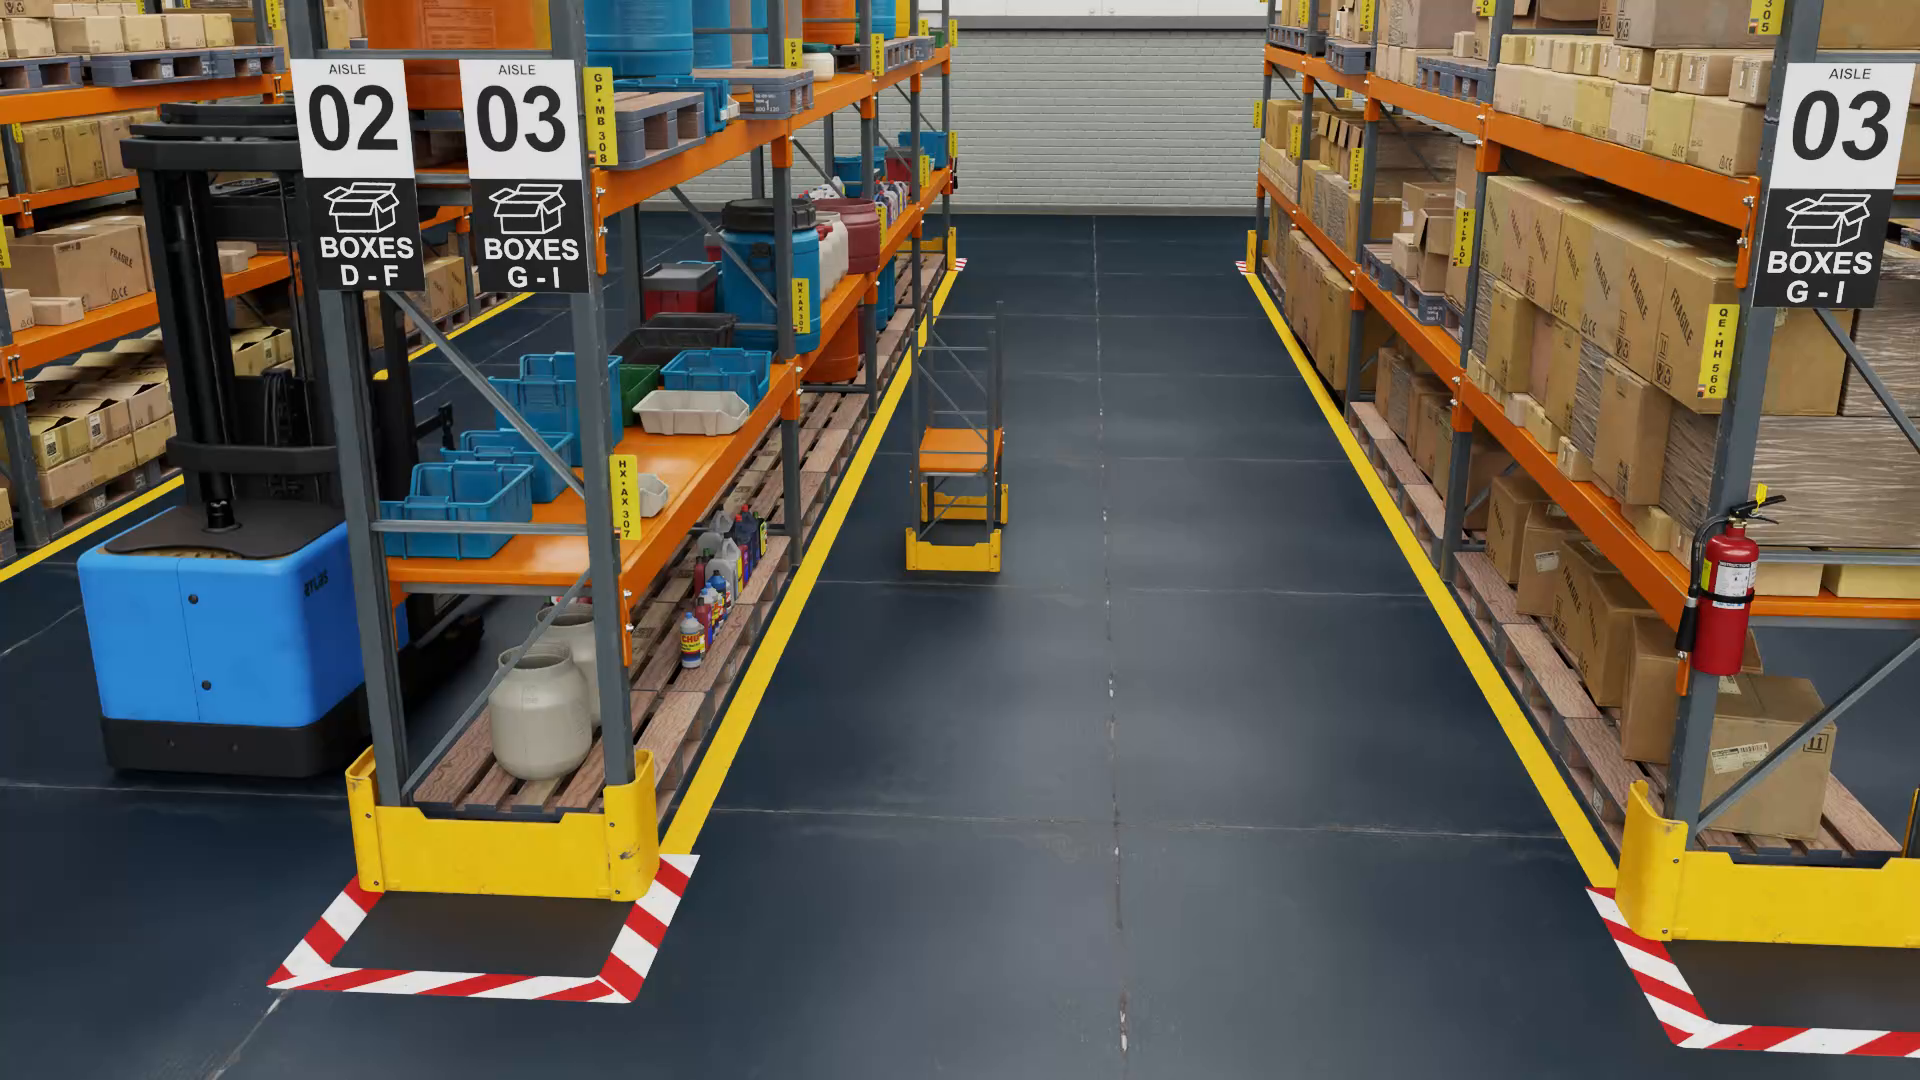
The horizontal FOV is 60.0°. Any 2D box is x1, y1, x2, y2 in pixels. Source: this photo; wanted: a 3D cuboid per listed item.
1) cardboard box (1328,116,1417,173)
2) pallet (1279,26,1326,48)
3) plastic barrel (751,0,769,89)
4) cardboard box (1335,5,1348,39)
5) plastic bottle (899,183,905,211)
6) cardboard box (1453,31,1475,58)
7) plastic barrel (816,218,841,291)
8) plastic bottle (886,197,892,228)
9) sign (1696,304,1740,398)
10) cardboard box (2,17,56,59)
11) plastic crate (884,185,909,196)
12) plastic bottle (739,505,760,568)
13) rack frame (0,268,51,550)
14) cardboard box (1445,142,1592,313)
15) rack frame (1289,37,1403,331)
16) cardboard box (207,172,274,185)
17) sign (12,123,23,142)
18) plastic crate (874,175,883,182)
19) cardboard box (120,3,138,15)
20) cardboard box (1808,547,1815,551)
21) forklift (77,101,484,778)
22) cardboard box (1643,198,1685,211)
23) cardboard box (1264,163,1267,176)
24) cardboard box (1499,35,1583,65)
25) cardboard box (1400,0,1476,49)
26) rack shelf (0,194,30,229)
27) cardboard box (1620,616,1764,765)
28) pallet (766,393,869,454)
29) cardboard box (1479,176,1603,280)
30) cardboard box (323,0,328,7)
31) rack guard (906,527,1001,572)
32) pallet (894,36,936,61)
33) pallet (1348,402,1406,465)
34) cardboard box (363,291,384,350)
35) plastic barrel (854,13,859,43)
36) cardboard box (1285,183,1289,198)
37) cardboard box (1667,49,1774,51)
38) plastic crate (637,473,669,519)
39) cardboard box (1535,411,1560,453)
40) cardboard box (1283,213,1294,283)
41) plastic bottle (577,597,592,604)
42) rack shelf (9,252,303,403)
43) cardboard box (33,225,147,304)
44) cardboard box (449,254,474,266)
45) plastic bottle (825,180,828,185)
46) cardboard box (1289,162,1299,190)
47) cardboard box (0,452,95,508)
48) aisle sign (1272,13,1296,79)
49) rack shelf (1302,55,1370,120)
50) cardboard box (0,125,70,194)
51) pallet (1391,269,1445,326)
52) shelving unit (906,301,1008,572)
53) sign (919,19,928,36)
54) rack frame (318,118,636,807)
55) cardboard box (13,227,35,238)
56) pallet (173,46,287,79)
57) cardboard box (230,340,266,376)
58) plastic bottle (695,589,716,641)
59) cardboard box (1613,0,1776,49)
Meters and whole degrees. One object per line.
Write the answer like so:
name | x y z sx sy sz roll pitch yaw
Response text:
cardboard box | 3.919 -3.768 15.833 0.797 0.503 0.637 1 18 5
pallet | 4.176 -5.670 18.735 1.003 0.211 1.213 1 18 4
plastic barrel | -1.583 -3.514 11.207 0.600 0.901 0.708 1 18 4
cardboard box | 3.848 -4.899 15.708 0.500 0.311 0.500 1 18 2
plastic bottle | -0.600 -3.508 16.998 0.061 0.283 0.133 1 18 4
cardboard box | 3.478 -3.269 10.966 0.380 0.166 0.250 1 18 2
plastic barrel | -1.101 -2.121 12.400 0.421 0.512 0.421 0 18 0
plastic bottle | -0.689 -3.124 15.827 0.061 0.283 0.133 1 18 4
sign | 2.604 -0.647 5.714 0.100 0.325 0.005 1 18 4
cardboard box | -6.347 -3.308 10.951 0.500 0.250 0.500 0 18 -1
plastic crate | -0.747 -3.810 18.061 0.396 0.136 0.243 1 18 4
plastic bottle | -1.256 -0.025 9.729 0.144 0.351 0.185 1 18 2
rack frame | -6.437 -1.393 10.356 1.000 3.000 0.127 1 18 4
cardboard box | 3.640 -1.899 10.263 1.000 1.000 1.000 1 18 4
rack frame | 4.017 -3.655 17.261 1.000 3.000 0.127 1 18 4
cardboard box | -6.218 -3.080 14.671 0.700 0.500 0.500 -5 19 -15
sign | -10.263 -4.490 18.077 0.100 0.325 0.005 1 18 4
plastic crate | -1.111 -4.017 18.711 0.437 0.125 0.590 1 18 4
cardboard box | -10.342 -6.435 20.334 0.500 0.250 0.500 1 18 2
cardboard box | 3.452 0.031 6.415 0.380 0.149 0.250 1 18 4
forklift | -3.222 -0.743 8.485 1.130 2.935 3.031 2 18 6
cardboard box | 3.614 -1.378 8.067 0.500 0.500 0.500 1 18 4
cardboard box | 3.914 -4.516 20.291 0.380 0.149 0.250 1 18 3
cardboard box | 3.113 -2.620 8.885 0.380 0.149 0.250 1 18 2
cardboard box | 3.371 -3.669 11.523 0.500 0.500 0.500 1 18 2
rack shelf | -10.948 -3.024 16.489 1.077 0.370 4.000 1 18 4
cardboard box | 3.227 0.680 7.370 0.500 0.500 0.500 6 19 18
pallet | -1.304 -0.959 13.509 1.003 0.211 1.213 1 18 4
cardboard box | 3.158 -1.700 9.051 0.500 0.500 0.500 1 18 4
cardboard box | -6.040 -5.035 14.889 0.500 0.500 0.500 1 18 4
rack guard | -0.041 0.060 10.340 0.587 0.250 0.087 1 18 4
pallet | -0.882 -4.856 16.411 1.213 0.211 1.003 1 18 4
pallet | 3.673 -0.845 13.163 1.003 0.211 1.213 1 18 4
cardboard box | -5.760 -2.110 15.852 0.500 0.500 0.500 1 18 3
plastic barrel | -0.905 -4.399 14.287 0.294 0.245 0.294 0 18 0
cardboard box | 3.749 -3.797 18.098 0.380 0.149 0.250 1 18 3
cardboard box | 3.047 -1.883 6.636 0.380 0.149 0.250 2 18 5
plastic crate | -1.399 -0.184 7.091 0.298 0.136 0.250 1 18 4
cardboard box | 3.034 -0.525 8.111 0.380 0.149 0.250 1 18 4
cardboard box | 4.209 -3.328 18.999 0.875 0.875 0.875 1 18 4
plastic bottle | -1.938 0.387 8.579 0.061 0.283 0.133 1 18 4
rack shelf | -6.294 -1.672 12.364 1.077 0.370 4.000 1 18 4
cardboard box | -6.292 -1.998 12.042 0.500 0.500 0.500 1 18 4
cardboard box | -6.052 -3.225 19.559 0.500 0.311 0.500 1 18 4
plastic bottle | -1.385 -3.564 17.171 0.061 0.283 0.133 1 18 4
cardboard box | 3.787 -3.868 17.674 0.500 0.250 0.500 1 18 3
cardboard box | -6.161 -0.405 11.085 0.500 0.250 0.500 1 18 3
aisle sign | 4.010 -6.162 20.736 0.394 0.787 0.004 1 18 4
rack shelf | 3.874 -4.118 15.010 1.077 0.370 4.000 1 18 4
cardboard box | -10.750 -4.297 18.739 0.980 0.700 0.700 2 18 5
pallet | 3.629 -1.706 11.620 1.003 0.211 1.213 1 18 4
shelving unit | -0.005 -0.689 10.617 0.587 1.500 1.083 1 18 4
sign | -0.375 -5.182 17.090 0.100 0.325 0.005 1 18 4
rack frame | -1.784 -0.039 6.224 1.000 3.000 0.127 1 18 4
cardboard box | -10.857 -3.496 19.074 0.380 0.149 0.250 1 18 4
pallet | -6.110 -3.758 13.061 1.213 0.211 1.003 2 18 6
cardboard box | -5.973 -1.465 13.417 0.500 0.311 0.500 1 18 3
plastic bottle | -1.318 0.386 8.602 0.097 0.271 0.097 0 18 0
cardboard box | 3.015 -2.267 6.766 0.500 0.500 0.500 1 18 4
